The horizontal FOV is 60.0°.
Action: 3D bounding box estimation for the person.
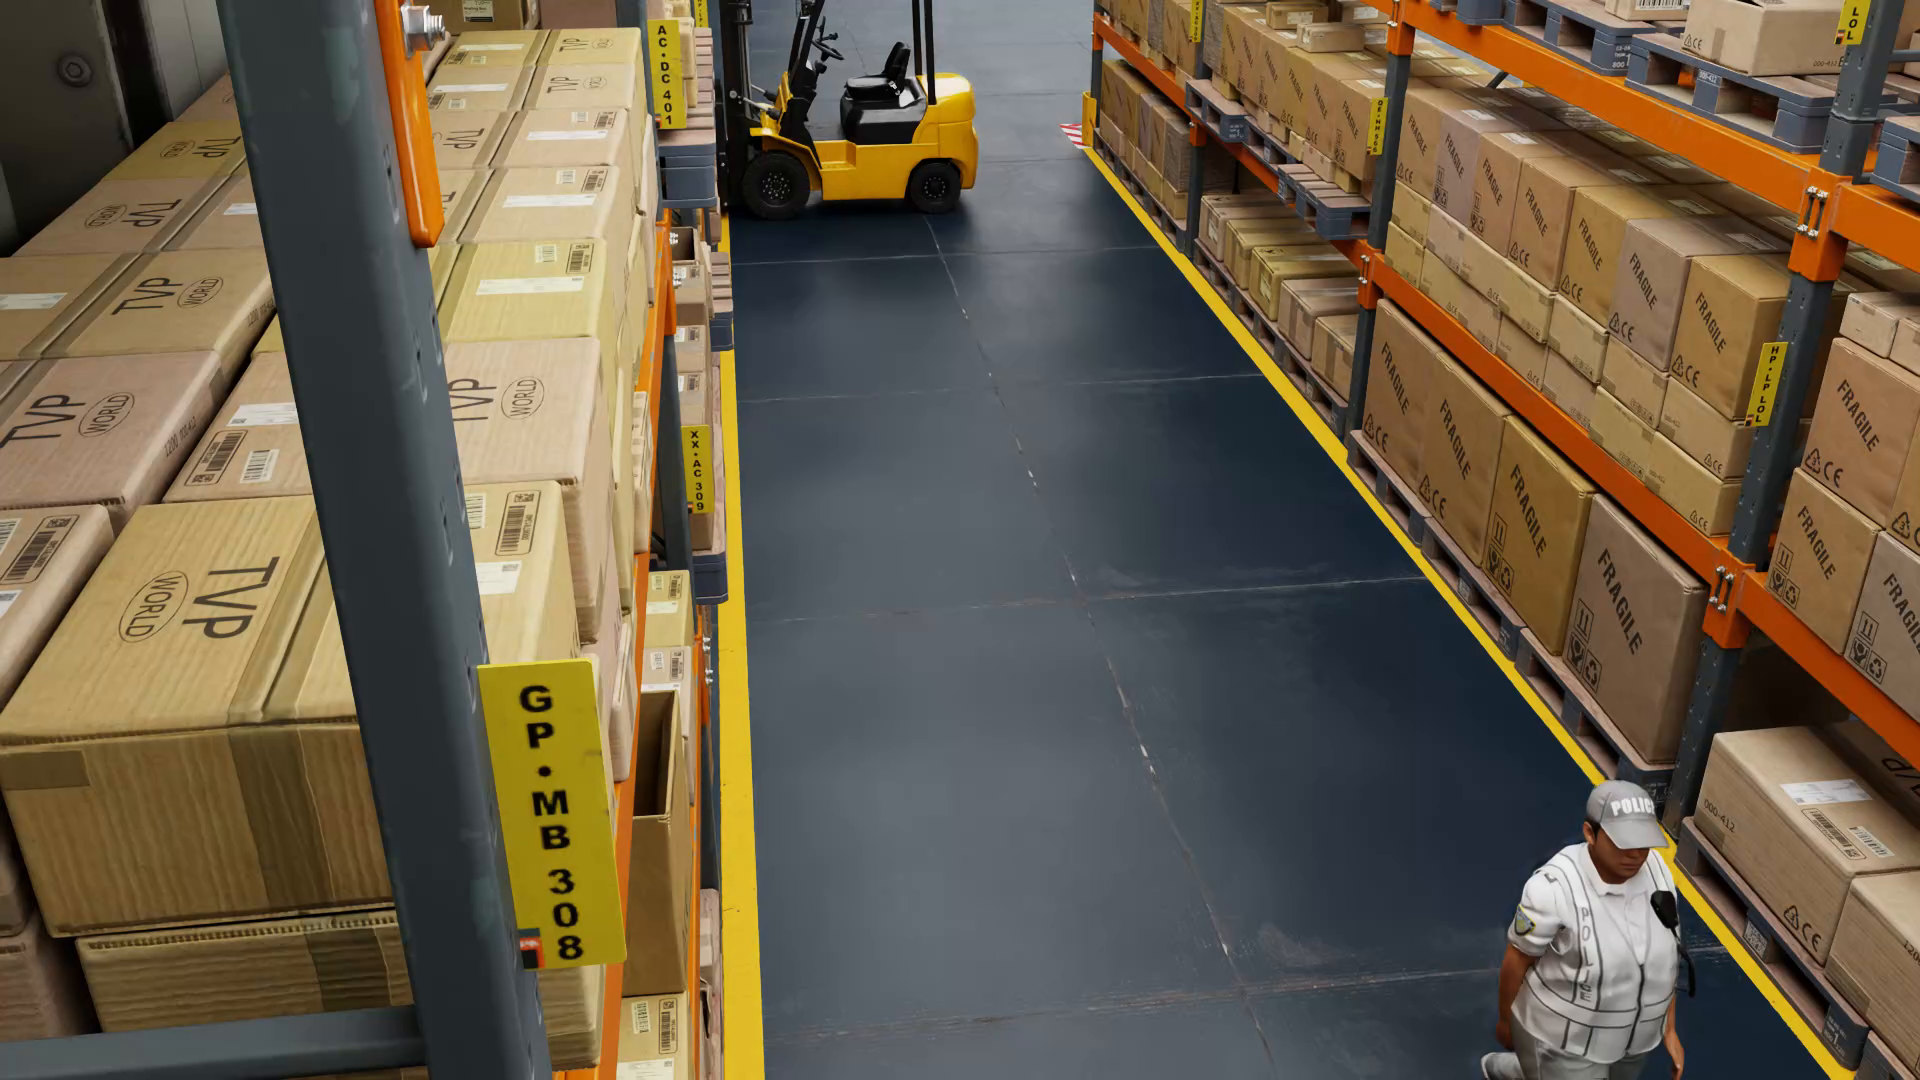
[{"bbox_3d":[1.836,1.400,4.897,0.475,1.616,0.914,-10,29,-18],"label":"person"}]
